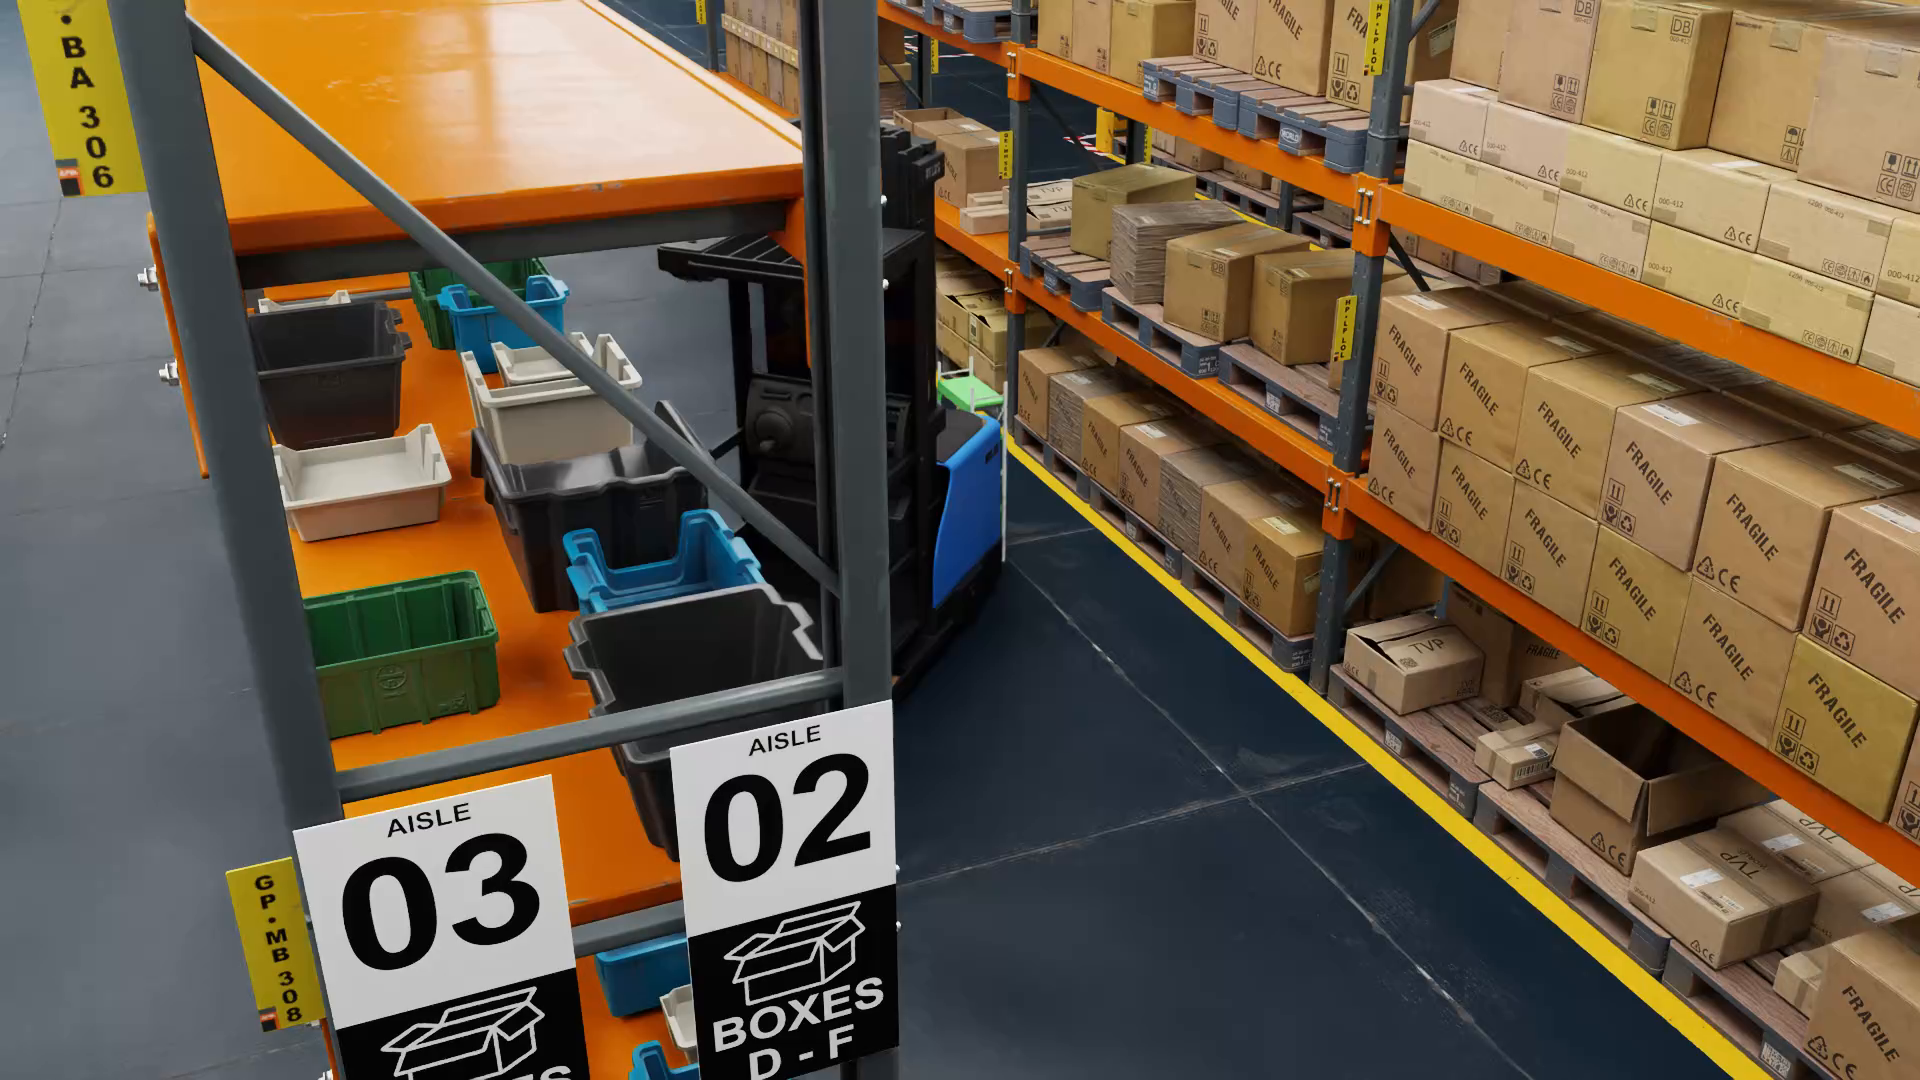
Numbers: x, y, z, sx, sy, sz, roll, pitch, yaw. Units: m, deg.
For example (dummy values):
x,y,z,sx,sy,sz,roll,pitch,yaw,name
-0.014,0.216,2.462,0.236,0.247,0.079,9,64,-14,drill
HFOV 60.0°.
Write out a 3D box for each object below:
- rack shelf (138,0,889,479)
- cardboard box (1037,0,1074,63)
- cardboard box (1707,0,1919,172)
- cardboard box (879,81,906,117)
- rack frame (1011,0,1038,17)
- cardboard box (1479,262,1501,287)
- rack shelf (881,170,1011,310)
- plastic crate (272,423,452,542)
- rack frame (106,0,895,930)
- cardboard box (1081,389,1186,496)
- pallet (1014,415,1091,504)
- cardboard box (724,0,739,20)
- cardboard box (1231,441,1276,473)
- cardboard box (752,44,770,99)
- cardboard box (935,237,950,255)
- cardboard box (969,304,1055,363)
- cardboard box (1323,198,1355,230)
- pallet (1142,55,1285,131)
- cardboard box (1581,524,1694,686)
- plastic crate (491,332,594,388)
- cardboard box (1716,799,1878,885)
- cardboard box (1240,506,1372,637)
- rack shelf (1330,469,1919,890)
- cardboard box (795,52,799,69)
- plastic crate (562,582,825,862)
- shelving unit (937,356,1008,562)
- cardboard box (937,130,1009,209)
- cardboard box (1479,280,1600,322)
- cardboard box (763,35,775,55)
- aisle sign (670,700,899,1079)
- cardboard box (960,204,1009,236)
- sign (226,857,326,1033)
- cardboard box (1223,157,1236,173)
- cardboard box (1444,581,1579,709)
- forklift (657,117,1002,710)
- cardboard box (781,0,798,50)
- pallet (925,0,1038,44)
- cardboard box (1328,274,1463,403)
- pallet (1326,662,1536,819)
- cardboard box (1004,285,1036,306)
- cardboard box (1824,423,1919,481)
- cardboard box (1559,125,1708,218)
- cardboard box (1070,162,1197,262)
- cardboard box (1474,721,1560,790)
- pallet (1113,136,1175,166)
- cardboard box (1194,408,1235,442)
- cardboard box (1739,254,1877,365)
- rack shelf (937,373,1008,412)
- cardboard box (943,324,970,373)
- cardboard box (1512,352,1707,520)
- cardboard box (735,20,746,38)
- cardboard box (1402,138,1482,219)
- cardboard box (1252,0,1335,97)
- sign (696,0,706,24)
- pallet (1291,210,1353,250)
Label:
x,y,z,sx,sy,sz,roll,pitch,yaw,name
-1.385,-1.143,4.111,1.077,0.370,4.000,-11,28,-21,rack shelf
1.026,-3.445,10.854,0.910,0.500,0.500,-11,28,-21,cardboard box
3.219,-1.657,6.053,0.700,0.500,0.500,-11,28,-21,cardboard box
-0.921,-4.060,15.533,0.700,0.500,0.500,-11,28,-22,cardboard box
0.825,-4.918,10.567,1.000,3.000,0.127,-11,28,-21,rack frame
5.051,-2.431,14.658,0.700,0.500,0.500,-10,28,-20,cardboard box
0.041,-2.707,13.694,1.077,0.370,4.000,-11,28,-21,rack shelf
-1.639,-0.164,4.549,0.437,0.136,0.530,-11,28,-21,plastic crate
-0.602,-0.839,2.212,1.000,3.000,0.127,-11,28,-21,rack frame
1.142,-0.650,11.011,0.500,0.500,0.500,-11,28,-21,cardboard box
1.082,-0.661,11.864,1.003,0.211,1.213,-11,28,-21,pallet
-2.117,-5.868,17.757,0.700,0.500,0.500,-10,28,-20,cardboard box
2.018,-0.336,10.366,0.500,0.500,0.500,-10,28,-20,cardboard box
-1.738,-4.894,17.240,0.700,0.500,0.500,-10,28,-20,cardboard box
-0.414,-2.421,14.306,0.500,0.311,0.500,-12,28,-22,cardboard box
0.393,-1.597,12.617,0.500,0.311,0.500,-10,28,-19,cardboard box
4.118,-3.470,16.786,0.700,0.500,0.500,-10,28,-19,cardboard box
1.791,-2.565,9.379,1.213,0.211,1.003,-11,28,-21,pallet
2.938,0.214,6.780,0.500,0.500,0.500,-11,28,-21,cardboard box
-1.320,-0.539,5.318,0.293,0.136,0.466,-11,28,-21,plastic crate
3.614,1.373,7.151,0.500,0.250,0.500,-11,28,-21,cardboard box
1.934,0.168,9.335,0.500,0.500,0.500,-11,28,-21,cardboard box
3.174,0.523,7.080,1.077,0.370,4.000,-11,28,-21,rack shelf
-1.349,-4.558,15.813,0.380,0.149,0.250,-11,28,-21,cardboard box
-0.496,0.364,3.315,0.497,0.269,0.590,-11,28,-21,plastic crate
0.071,-0.484,10.374,0.258,1.200,0.503,-11,28,-22,shelving unit
0.152,-2.942,13.243,0.500,0.500,0.500,-12,29,-23,cardboard box
2.827,-0.942,8.007,0.500,0.500,0.500,-10,28,-20,cardboard box
-1.752,-4.972,16.662,0.380,0.149,0.250,-10,28,-20,cardboard box
-0.300,0.667,3.003,0.394,0.787,0.004,-11,28,-21,aisle sign
0.218,-2.425,12.584,0.380,0.149,0.250,-11,28,-21,cardboard box
-1.102,0.657,2.686,0.100,0.325,0.005,-11,28,-21,sign
3.207,-4.256,18.795,0.380,0.149,0.250,-13,29,-25,cardboard box
2.875,0.499,8.656,0.500,0.500,0.500,-11,28,-21,cardboard box
-0.785,-0.564,8.565,1.130,2.935,3.031,11,28,20,forklift
-1.316,-5.049,16.080,0.700,0.500,0.500,-11,28,-21,cardboard box
0.477,-3.744,11.796,1.213,0.211,1.003,-9,28,-18,pallet
2.411,-1.071,8.932,0.700,0.500,0.500,-22,34,-37,cardboard box
2.659,0.923,8.619,1.003,0.211,1.213,-11,28,-21,pallet
0.676,-1.900,13.239,0.500,0.311,0.500,-11,28,-22,cardboard box
3.623,-0.124,6.332,0.500,0.500,0.500,-10,28,-20,cardboard box
2.735,-1.468,6.521,0.500,0.250,0.500,-11,28,-21,cardboard box
1.175,-2.221,11.288,0.700,0.500,0.500,-22,34,-37,cardboard box
2.704,1.022,7.966,0.380,0.166,0.250,-11,28,-21,cardboard box
2.564,-4.687,20.109,1.003,0.211,1.213,-11,28,-21,pallet
1.837,-0.862,10.590,0.500,0.250,0.500,-11,28,-22,cardboard box
3.120,-0.839,5.801,0.500,0.250,0.500,-11,28,-21,cardboard box
0.071,-0.858,10.191,0.258,0.148,0.480,-11,28,-22,rack shelf
0.189,-1.553,13.168,0.500,0.250,0.500,-11,28,-21,cardboard box
2.720,-0.447,6.994,0.500,0.500,0.500,-11,28,-22,cardboard box
-2.151,-5.386,17.509,0.380,0.149,0.250,-10,28,-20,cardboard box
2.354,-1.649,7.461,0.500,0.250,0.500,-11,28,-21,cardboard box
1.979,-2.716,8.768,0.600,0.600,0.600,-11,28,-21,cardboard box
-2.821,-5.784,18.100,0.100,0.325,0.005,-11,28,-21,sign
4.121,-3.123,16.905,1.003,0.211,1.213,-11,28,-21,pallet
